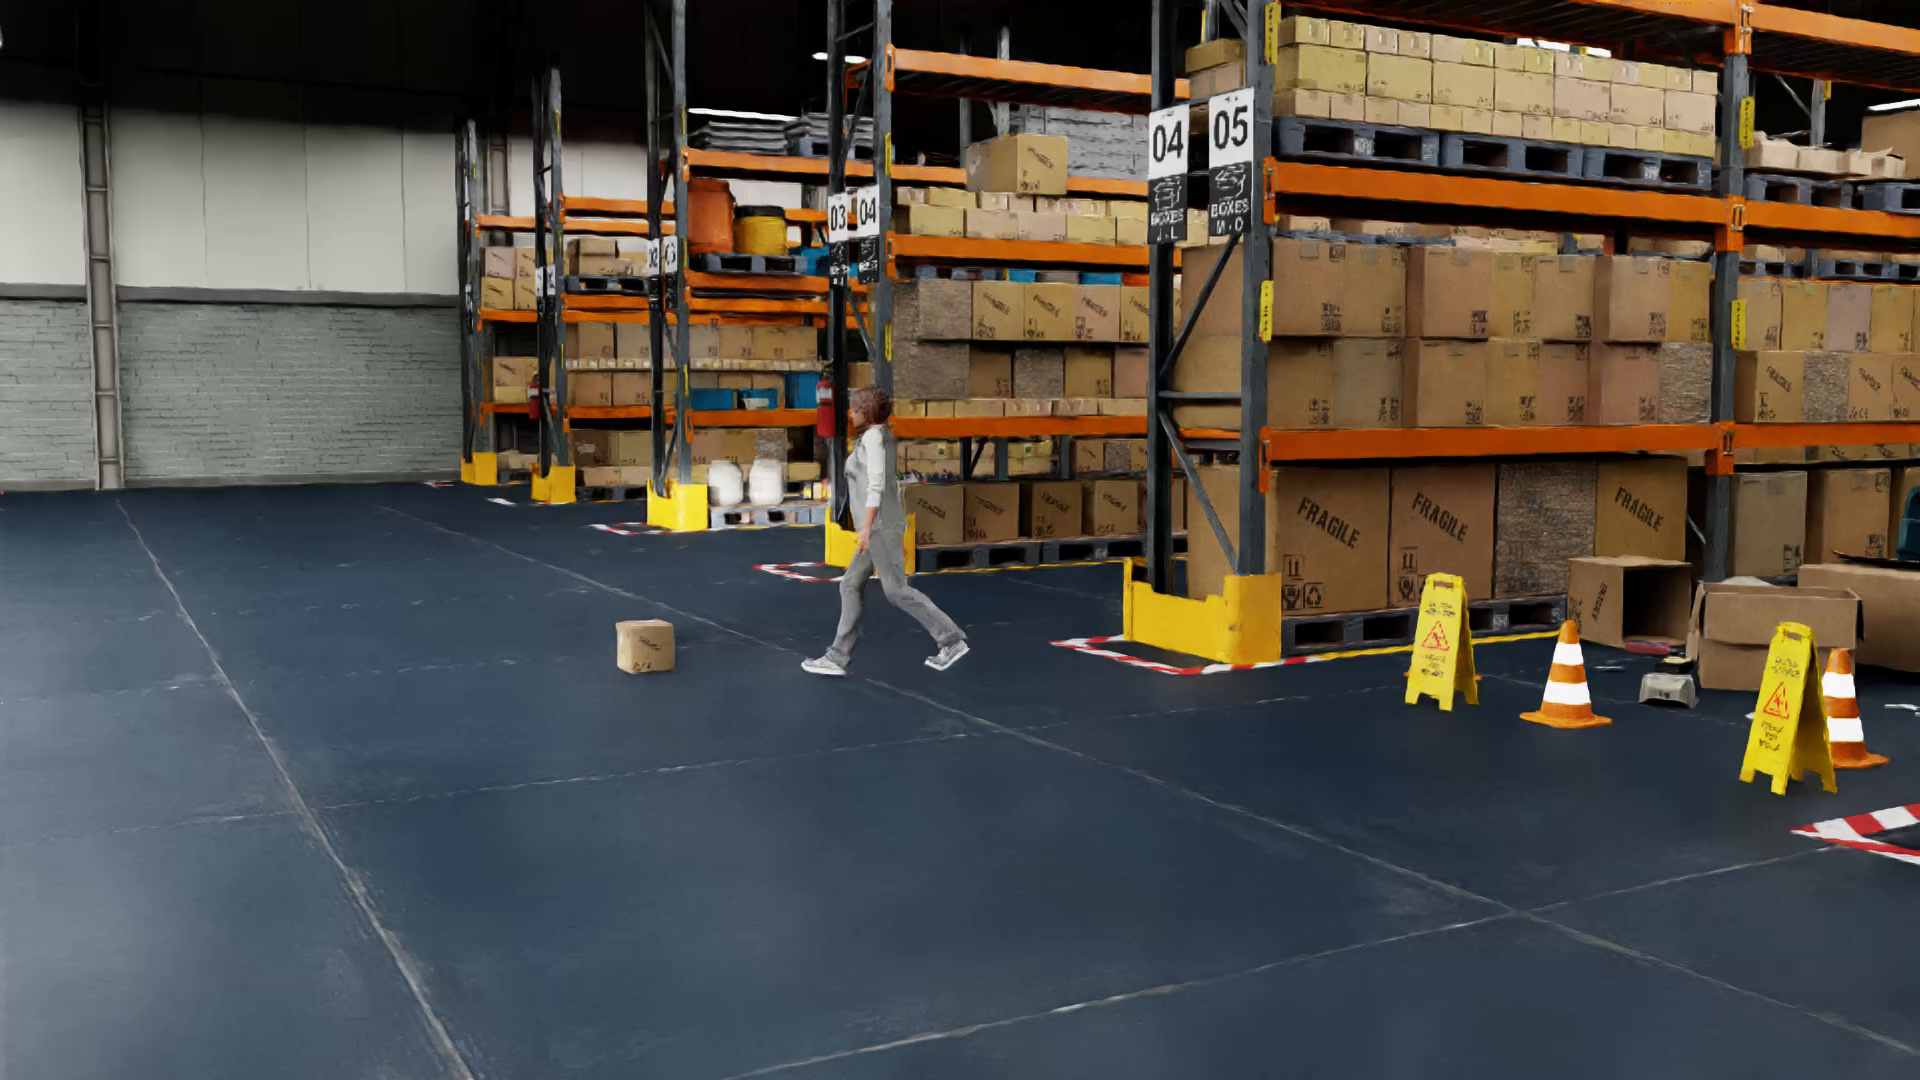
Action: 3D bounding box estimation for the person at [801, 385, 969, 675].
[{"bbox_3d":[-0.400,-0.047,8.819,0.920,1.541,0.504,1,5,9],"label":"person"}]
